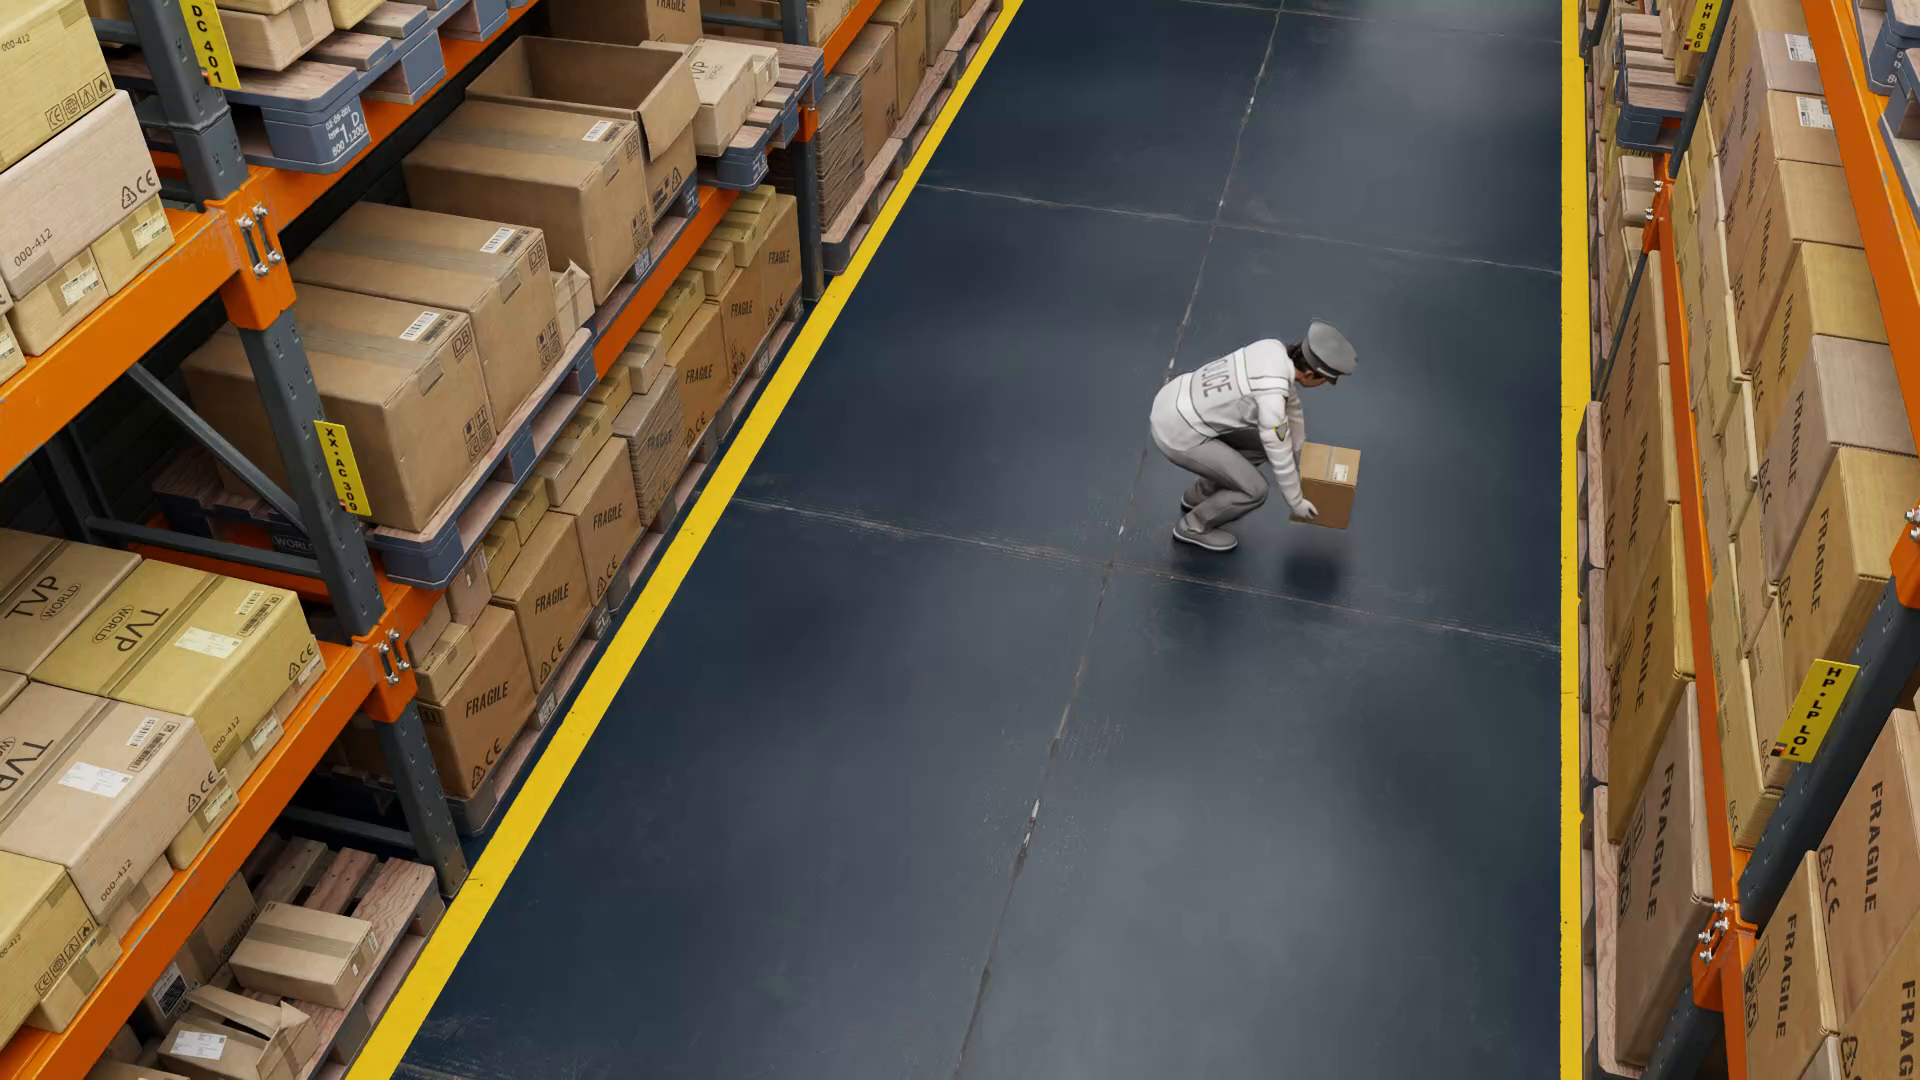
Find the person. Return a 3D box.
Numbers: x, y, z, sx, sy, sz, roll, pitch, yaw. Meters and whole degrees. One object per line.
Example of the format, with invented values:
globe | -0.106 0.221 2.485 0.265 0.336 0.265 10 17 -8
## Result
person | 1.232 -0.474 7.151 0.815 1.073 0.504 10 42 11
